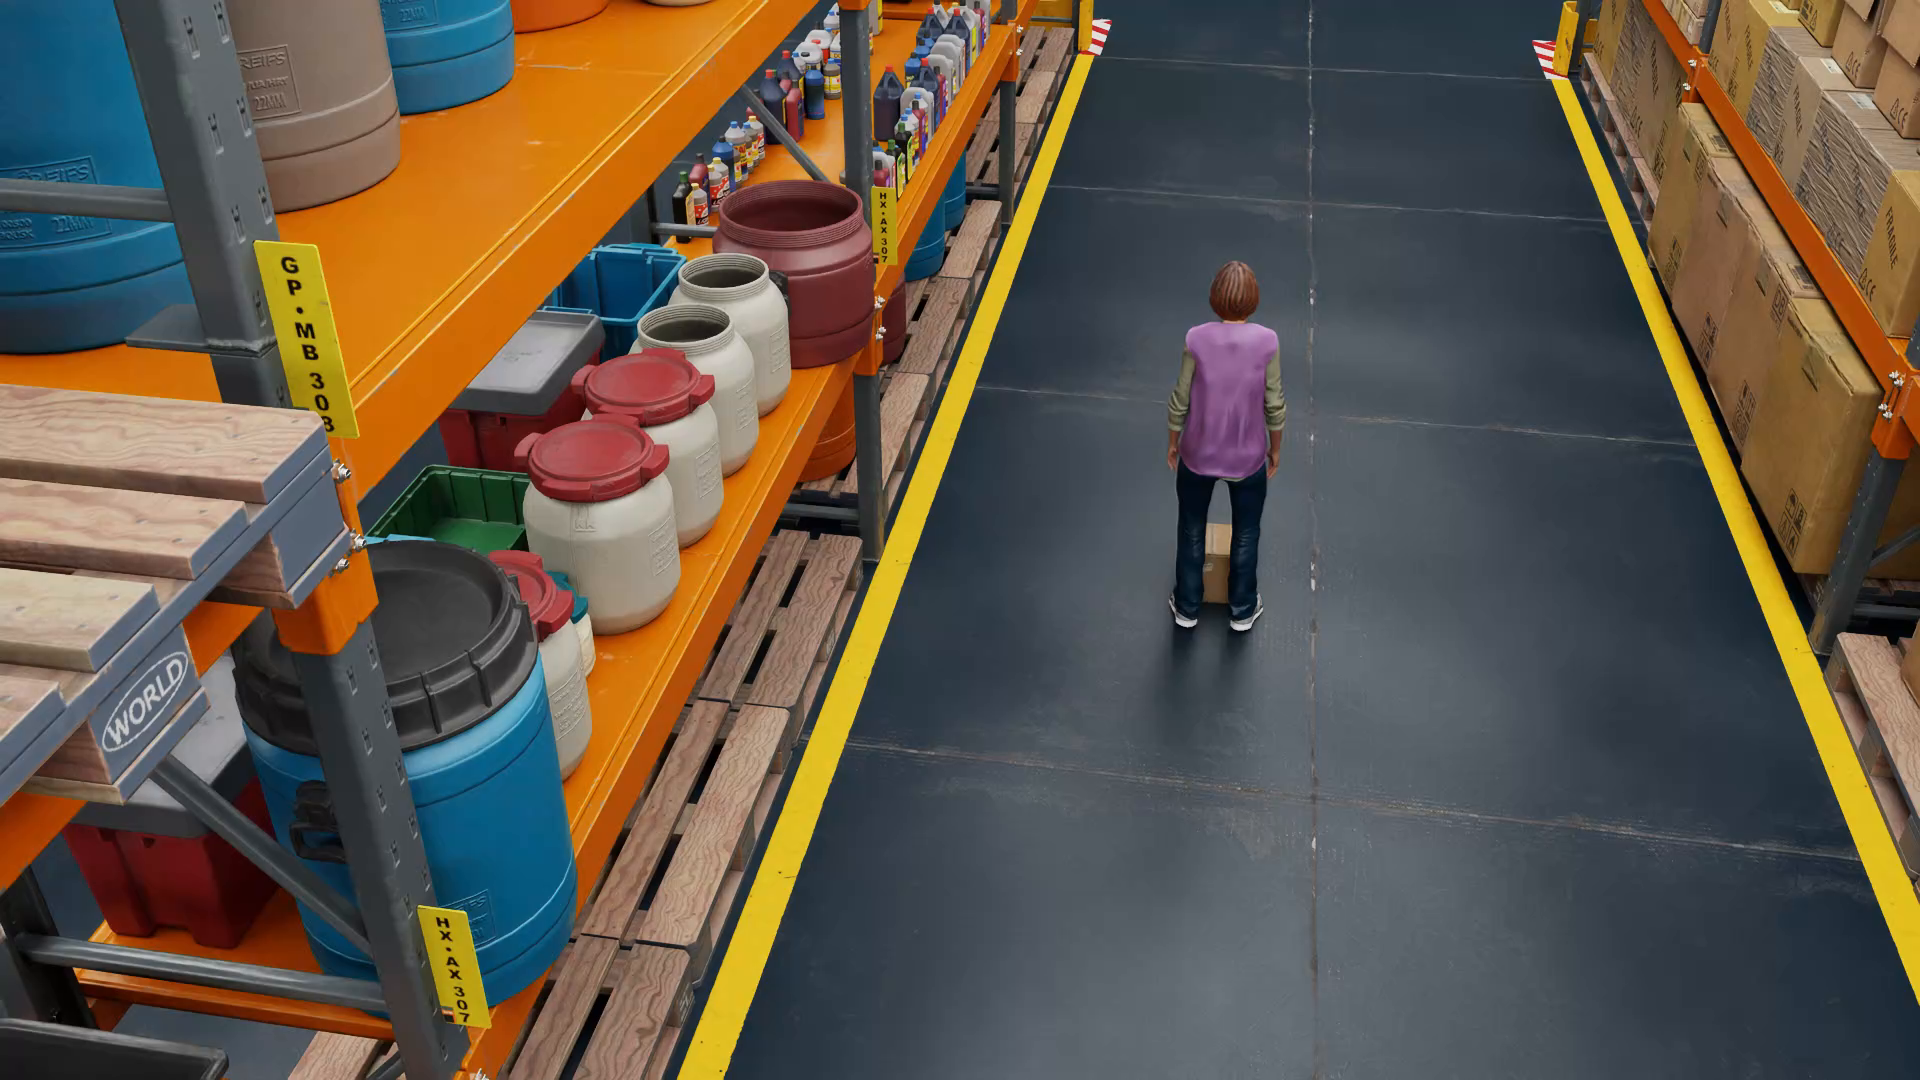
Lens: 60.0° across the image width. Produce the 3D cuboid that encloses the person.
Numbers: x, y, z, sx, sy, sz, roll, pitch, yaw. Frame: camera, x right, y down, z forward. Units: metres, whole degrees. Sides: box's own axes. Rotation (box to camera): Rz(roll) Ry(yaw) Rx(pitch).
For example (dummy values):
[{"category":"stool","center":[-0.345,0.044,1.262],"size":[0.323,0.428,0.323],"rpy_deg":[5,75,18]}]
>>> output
[{"category":"person","center":[1.057,-0.340,6.675],"size":[0.464,1.592,0.346],"rpy_deg":[5,33,8]}]
